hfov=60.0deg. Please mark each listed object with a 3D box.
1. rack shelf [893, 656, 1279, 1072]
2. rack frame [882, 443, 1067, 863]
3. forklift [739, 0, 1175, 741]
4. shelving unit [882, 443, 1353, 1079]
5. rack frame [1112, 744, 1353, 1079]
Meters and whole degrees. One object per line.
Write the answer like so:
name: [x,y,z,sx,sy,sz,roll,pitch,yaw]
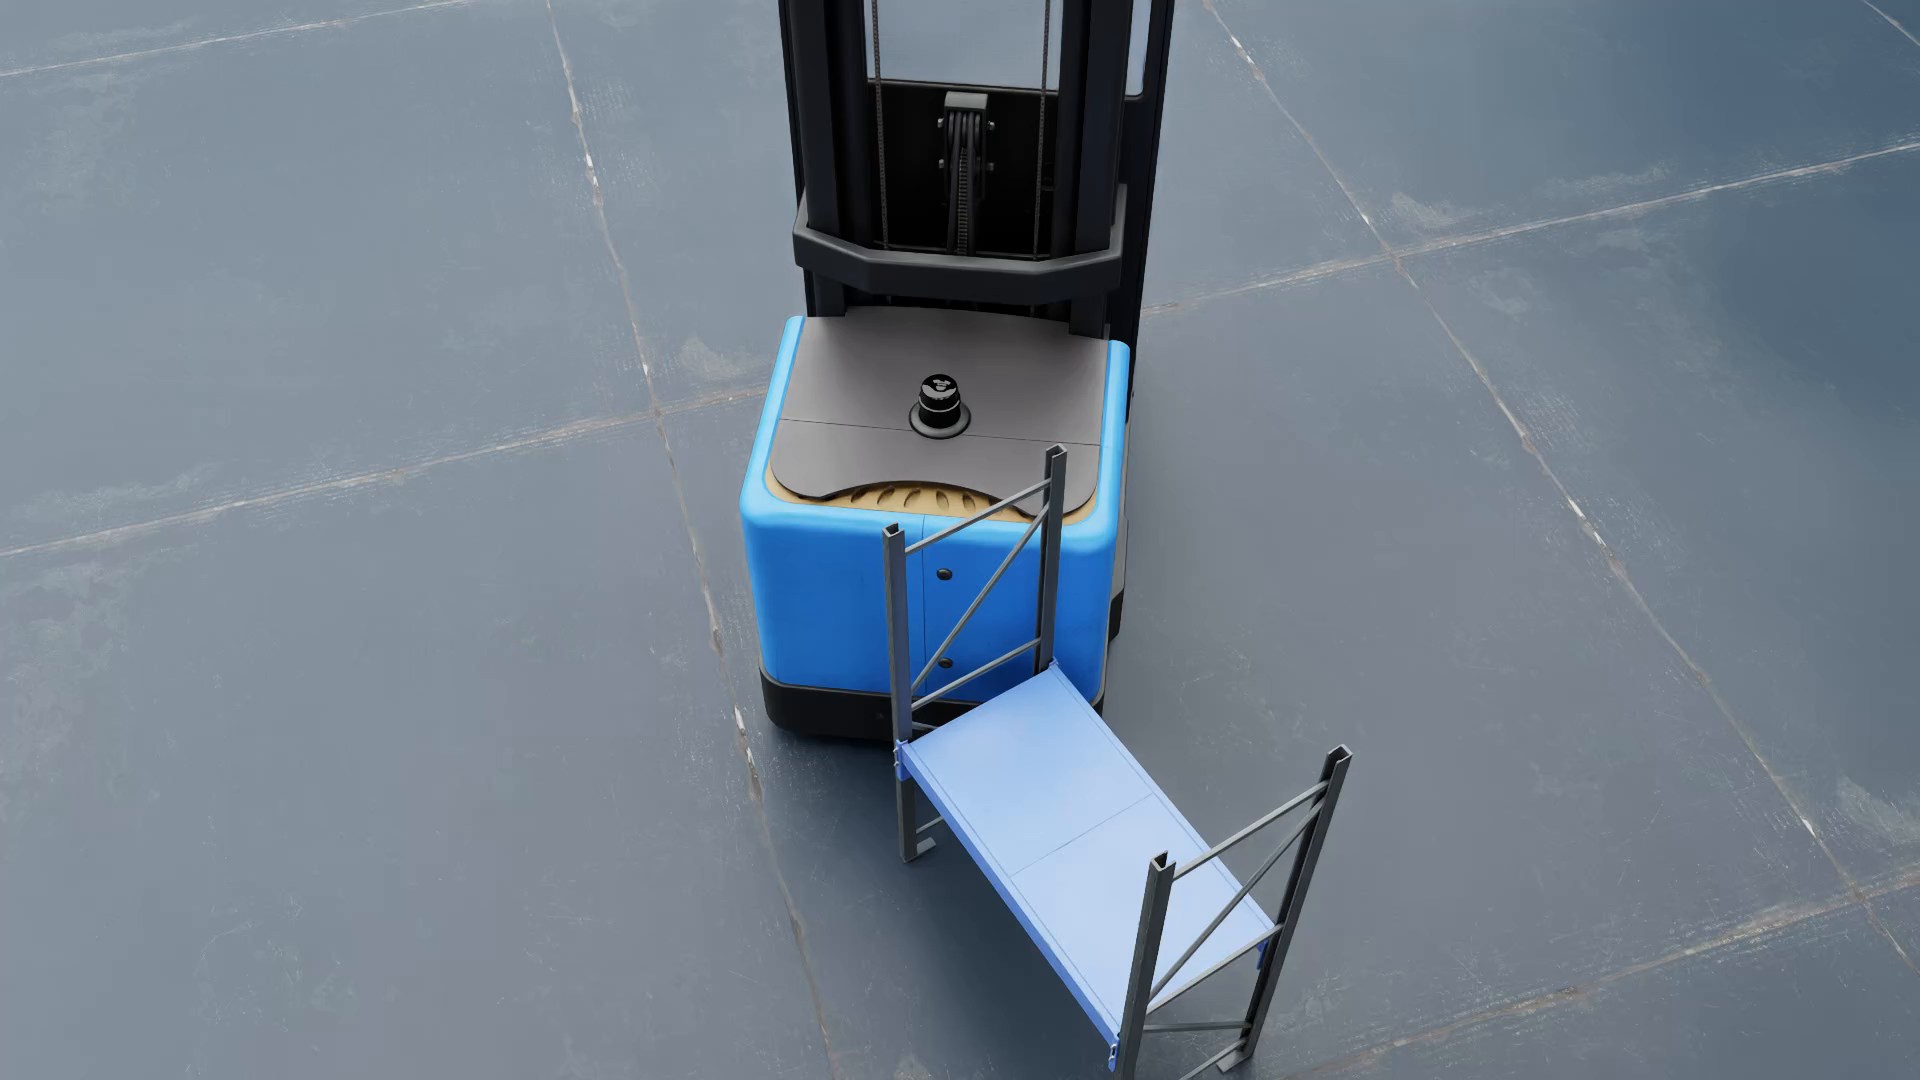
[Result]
rack shelf: [0.314,0.806,4.325,0.538,0.185,1.000,-26,55,-20]
rack frame: [0.039,0.364,4.462,0.500,1.500,0.032,-26,55,-20]
forklift: [0.071,-1.418,5.028,1.130,2.935,3.031,5,50,4]
shelving unit: [0.314,0.690,4.187,0.538,1.500,1.048,-26,55,-20]
rack frame: [0.590,1.017,3.912,0.500,1.500,0.032,-26,55,-20]
